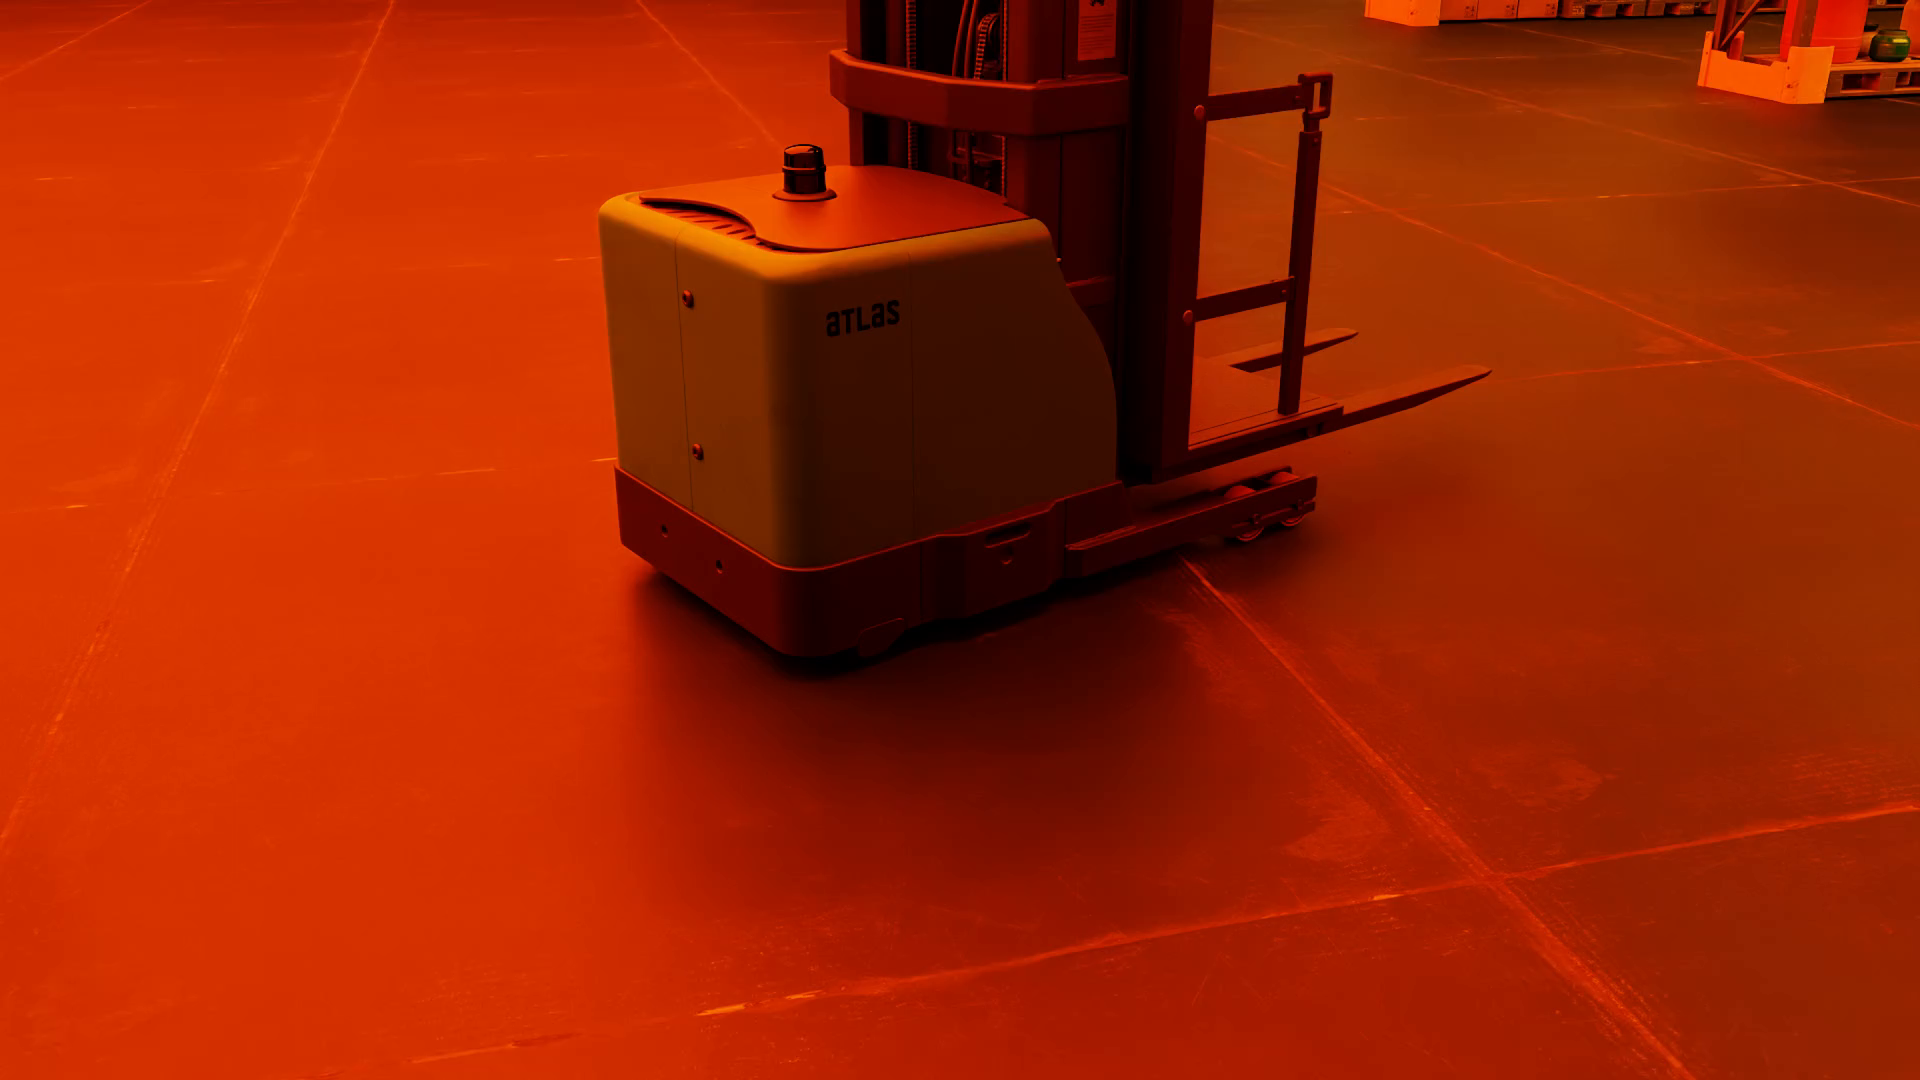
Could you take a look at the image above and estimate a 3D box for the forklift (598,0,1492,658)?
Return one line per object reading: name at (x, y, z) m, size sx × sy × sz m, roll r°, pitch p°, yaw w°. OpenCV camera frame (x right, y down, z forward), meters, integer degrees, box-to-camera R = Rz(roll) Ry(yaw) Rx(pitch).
forklift at (0.484, -1.493, 4.818) m, size 3.031 × 2.935 × 1.130 m, roll -17°, pitch 28°, yaw -34°
